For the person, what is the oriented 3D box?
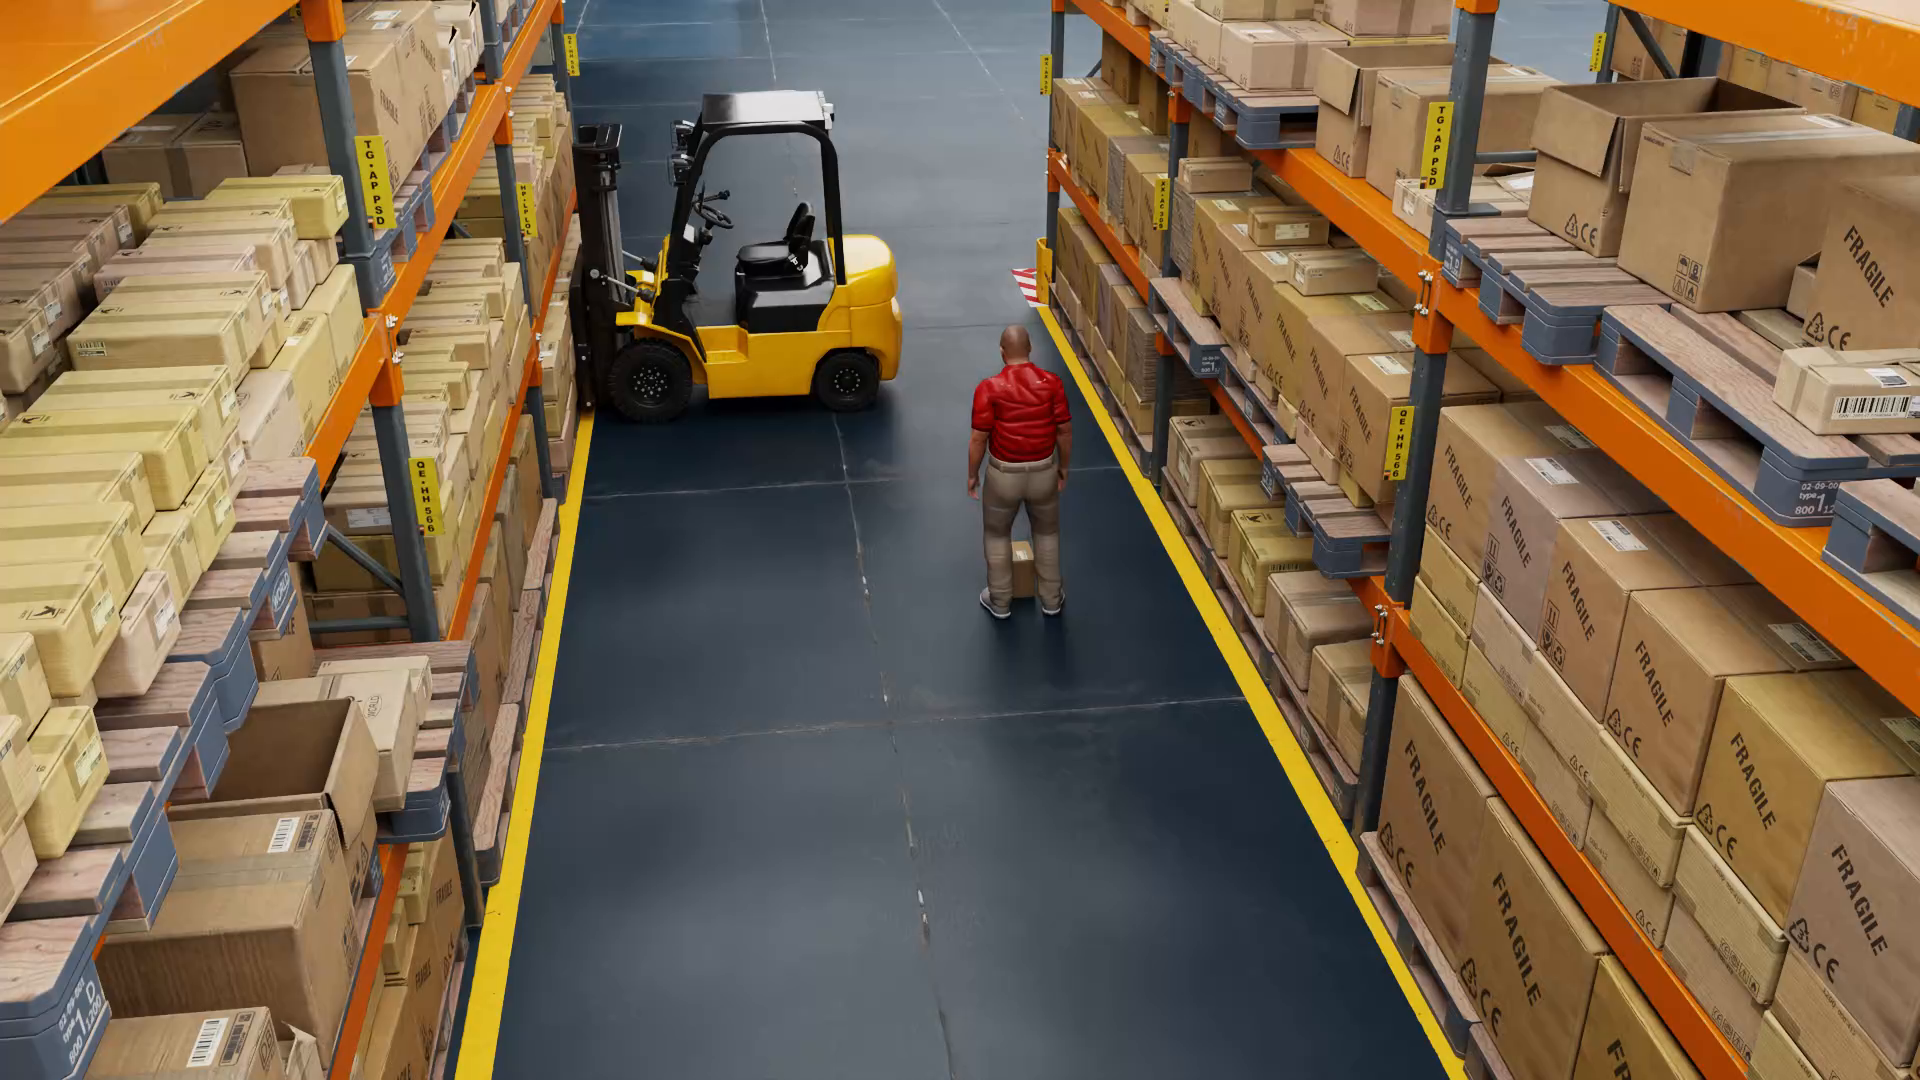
[{"bbox_3d":[0.337,-0.369,9.357,0.606,1.728,0.400,-5,27,-10],"label":"person"}]
